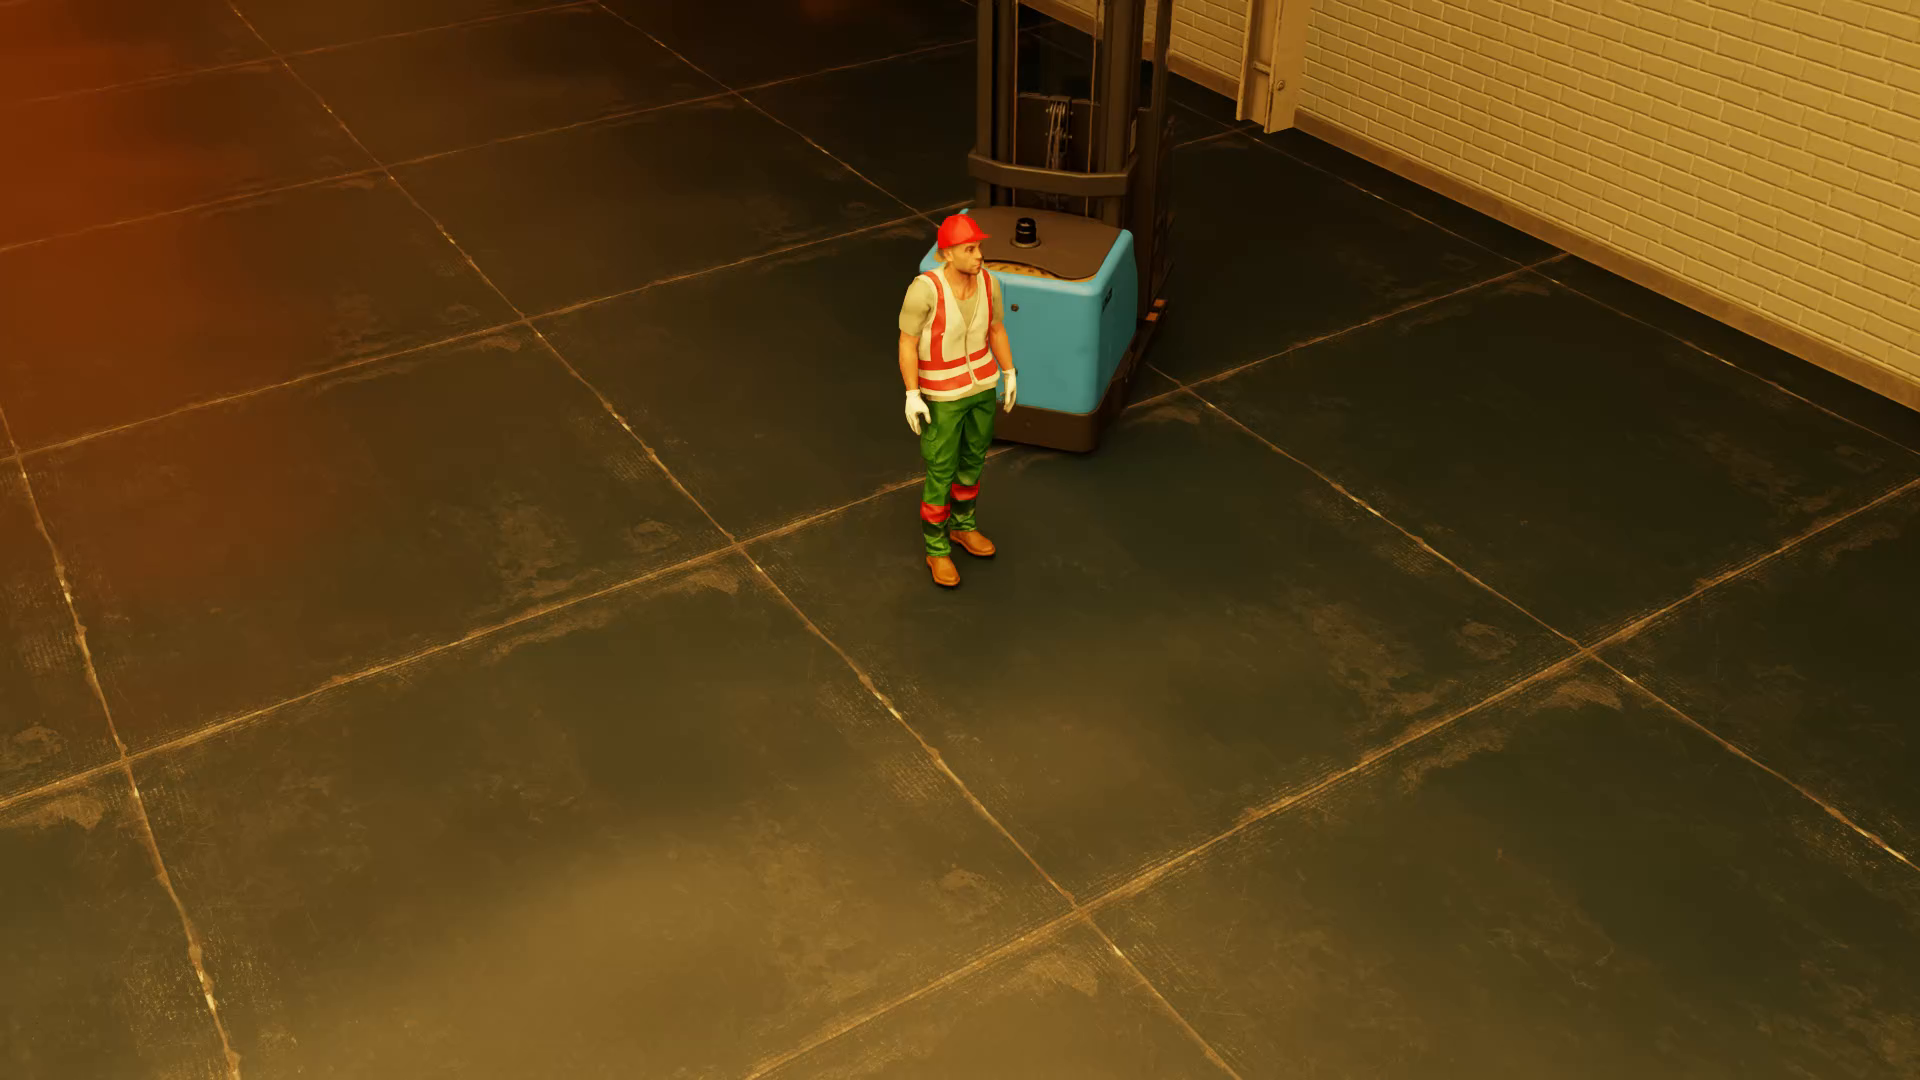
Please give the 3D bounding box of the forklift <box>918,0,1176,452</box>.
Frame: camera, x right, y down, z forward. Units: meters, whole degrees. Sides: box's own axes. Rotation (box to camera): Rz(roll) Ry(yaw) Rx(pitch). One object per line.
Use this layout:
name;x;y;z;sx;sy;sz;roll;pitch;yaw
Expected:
forklift;0.706;-2.534;9.755;1.130;2.935;3.031;11;36;15

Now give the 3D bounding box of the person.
person;0.034;-0.694;8.120;0.638;1.782;0.564;-21;40;-27
